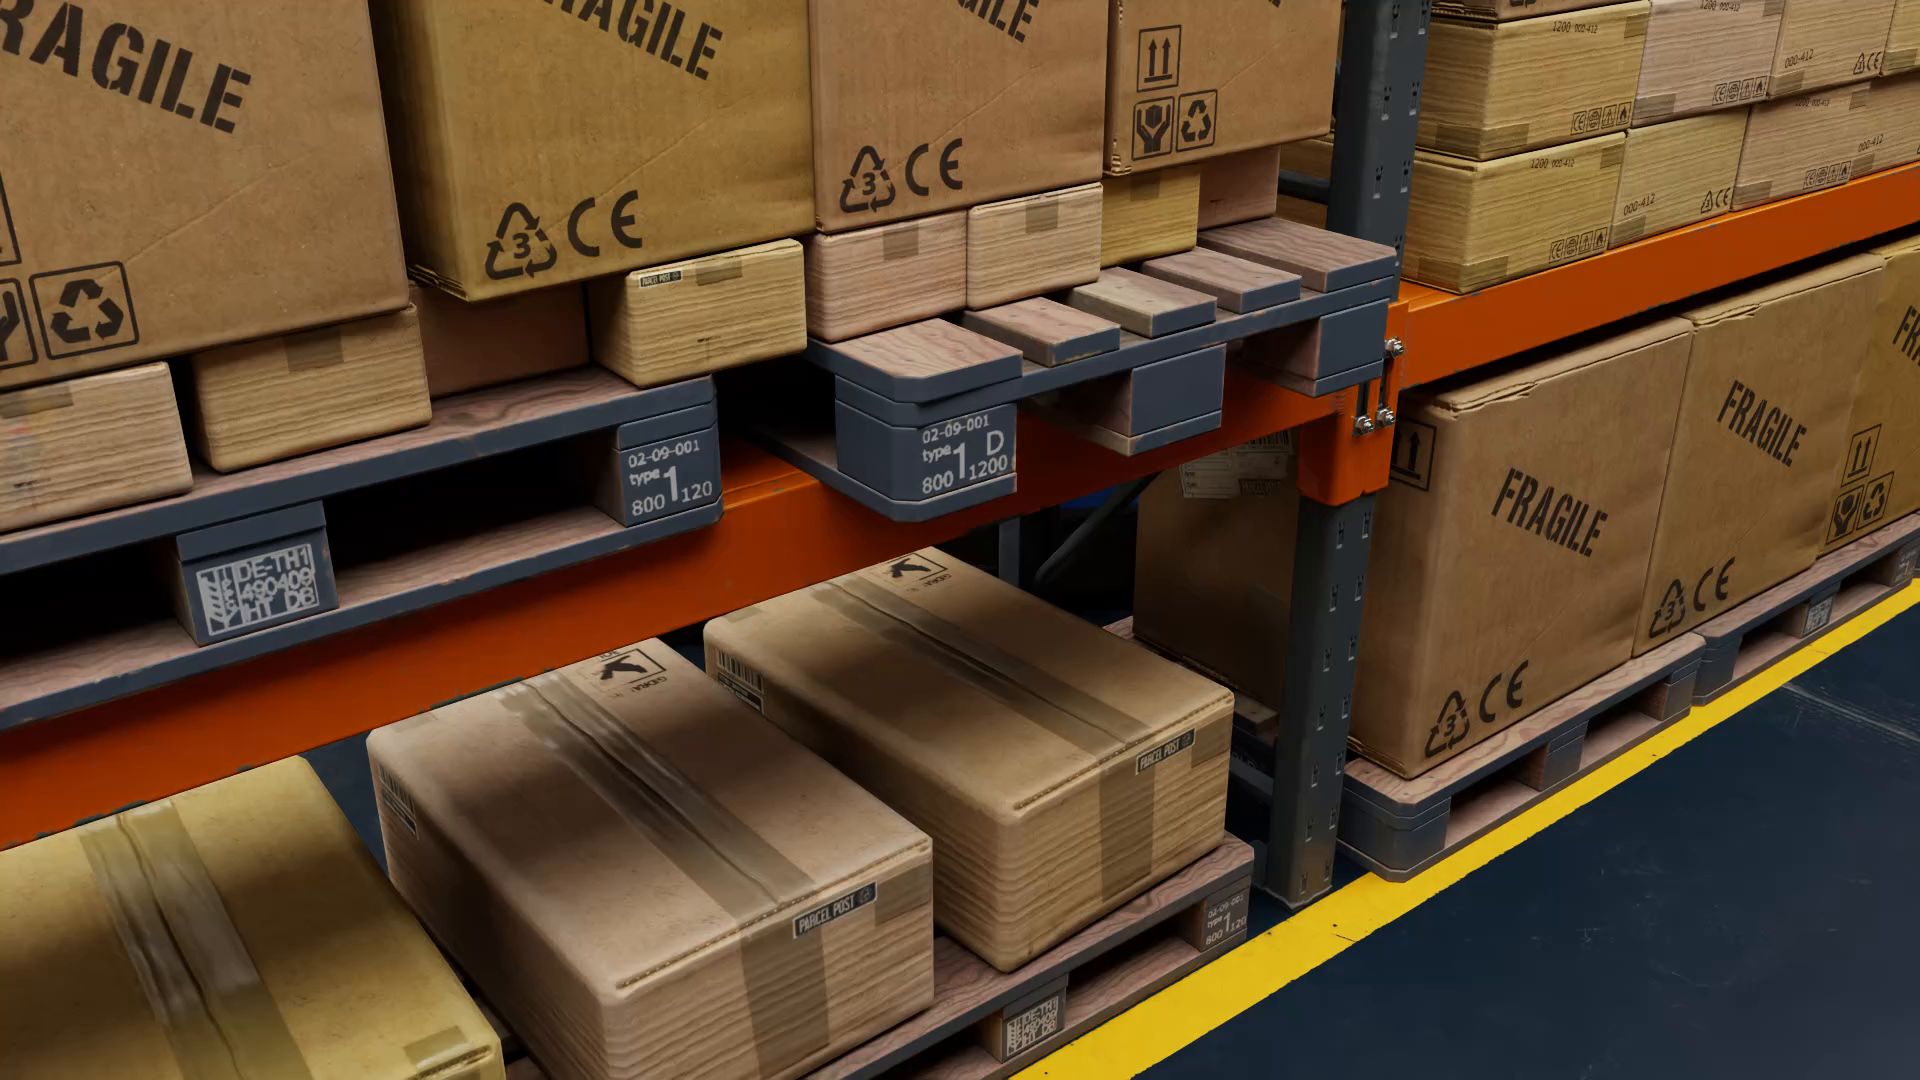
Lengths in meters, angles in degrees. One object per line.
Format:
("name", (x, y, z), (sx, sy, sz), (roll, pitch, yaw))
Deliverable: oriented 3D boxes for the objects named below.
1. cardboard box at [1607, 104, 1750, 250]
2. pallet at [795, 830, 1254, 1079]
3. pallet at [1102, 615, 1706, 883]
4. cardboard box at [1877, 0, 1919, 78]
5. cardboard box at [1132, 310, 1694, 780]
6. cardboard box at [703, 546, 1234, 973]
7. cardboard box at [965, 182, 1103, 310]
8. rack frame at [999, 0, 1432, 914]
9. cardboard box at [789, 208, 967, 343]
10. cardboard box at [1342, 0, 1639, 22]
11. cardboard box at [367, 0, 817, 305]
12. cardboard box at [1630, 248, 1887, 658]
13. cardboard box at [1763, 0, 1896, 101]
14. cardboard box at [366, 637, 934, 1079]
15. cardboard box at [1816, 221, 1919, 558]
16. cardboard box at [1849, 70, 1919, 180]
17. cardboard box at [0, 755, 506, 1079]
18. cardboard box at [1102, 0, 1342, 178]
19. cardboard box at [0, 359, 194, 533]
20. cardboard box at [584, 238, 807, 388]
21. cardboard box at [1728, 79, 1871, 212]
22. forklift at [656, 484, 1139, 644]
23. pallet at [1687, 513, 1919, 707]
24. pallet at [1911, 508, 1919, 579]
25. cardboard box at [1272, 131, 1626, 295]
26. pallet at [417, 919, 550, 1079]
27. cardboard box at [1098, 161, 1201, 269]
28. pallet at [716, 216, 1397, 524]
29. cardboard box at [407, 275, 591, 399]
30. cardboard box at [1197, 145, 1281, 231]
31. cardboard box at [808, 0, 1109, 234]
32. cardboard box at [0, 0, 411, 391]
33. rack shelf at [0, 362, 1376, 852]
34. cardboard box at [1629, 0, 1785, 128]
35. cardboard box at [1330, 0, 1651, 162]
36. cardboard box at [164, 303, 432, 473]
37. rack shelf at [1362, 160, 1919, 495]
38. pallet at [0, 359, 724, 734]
("cardboard box", (1.382, -0.862, 3.722), (0.500, 0.250, 0.500), (-19, 31, -35))
("pallet", (-0.167, 0.721, 3.446), (1.213, 0.211, 1.003), (-18, 31, -34))
("pallet", (1.115, 0.338, 4.270), (1.213, 0.211, 1.003), (-18, 31, -34))
("cardboard box", (2.214, -1.342, 4.162), (0.500, 0.250, 0.500), (-18, 30, -33))
("cardboard box", (1.043, -0.125, 3.982), (0.875, 0.875, 0.875), (-19, 31, -34))
("cardboard box", (-0.002, 0.398, 3.451), (0.625, 0.372, 0.950), (-21, 32, -37))
("cardboard box", (-0.001, -0.486, 2.534), (0.250, 0.149, 0.380), (-19, 31, -34))
("rack frame", (0.448, -0.747, 3.296), (0.127, 3.000, 1.000), (-18, 31, -34))
("cardboard box", (-0.204, -0.423, 2.399), (0.250, 0.149, 0.380), (-20, 32, -36))
("cardboard box", (0.987, -1.293, 3.166), (0.500, 0.500, 0.500), (-19, 31, -36))
("cardboard box", (-0.534, -0.638, 2.090), (0.500, 0.500, 0.500), (-21, 32, -37))
("cardboard box", (1.748, -0.356, 4.478), (0.875, 0.875, 0.875), (-18, 30, -33))
("cardboard box", (1.807, -1.214, 3.888), (0.500, 0.250, 0.500), (-18, 31, -34))
("cardboard box", (-0.578, 0.593, 3.033), (0.625, 0.372, 0.950), (-19, 31, -35))
("cardboard box", (2.452, -0.588, 4.978), (0.875, 0.875, 0.875), (-17, 30, -33))
("cardboard box", (2.185, -1.125, 4.290), (0.500, 0.250, 0.500), (-18, 31, -34))
("cardboard box", (-1.178, 0.788, 2.612), (0.625, 0.372, 0.950), (-17, 30, -32))
("cardboard box", (0.262, -0.907, 2.671), (0.500, 0.500, 0.500), (-19, 31, -35))
("cardboard box", (-1.027, -0.152, 1.815), (0.250, 0.149, 0.380), (-17, 30, -32))
("cardboard box", (-0.412, -0.347, 2.235), (0.250, 0.149, 0.380), (-18, 30, -33))
("cardboard box", (1.798, -0.996, 4.011), (0.500, 0.250, 0.500), (-17, 30, -32))
("forklift", (-0.615, -1.282, 4.530), (3.031, 2.935, 1.130), (-4, 25, -10))
("pallet", (2.075, 0.023, 4.949), (1.213, 0.211, 1.003), (-18, 31, -34))
("pallet", (3.035, -0.295, 5.636), (1.213, 0.211, 1.003), (-18, 31, -34))
("cardboard box", (0.989, -0.722, 3.422), (0.500, 0.250, 0.500), (-19, 31, -35))
("pallet", (-1.127, 1.036, 2.767), (1.213, 0.211, 1.003), (-18, 31, -34))
("cardboard box", (0.169, -0.566, 2.707), (0.250, 0.149, 0.380), (-18, 30, -33))
("pallet", (-0.047, -0.439, 2.861), (1.003, 0.211, 1.213), (-18, 31, -34))
("cardboard box", (-0.688, -0.324, 2.184), (0.250, 0.149, 0.380), (-18, 30, -34))
("cardboard box", (0.336, -0.660, 2.909), (0.250, 0.149, 0.380), (-17, 30, -32))
("cardboard box", (-0.138, -0.769, 2.374), (0.500, 0.500, 0.500), (-19, 31, -35))
("cardboard box", (-0.964, -0.496, 1.785), (0.500, 0.500, 0.500), (-20, 31, -36))
("rack shelf", (-1.125, 0.099, 2.328), (4.000, 0.370, 1.077), (-18, 31, -34))
("cardboard box", (1.407, -1.089, 3.618), (0.500, 0.250, 0.500), (-17, 30, -33))
("cardboard box", (1.000, -0.955, 3.329), (0.500, 0.250, 0.500), (-19, 31, -34))
("cardboard box", (-0.835, -0.231, 1.985), (0.250, 0.149, 0.380), (-19, 31, -36))
("rack shelf", (2.022, -0.940, 4.567), (4.000, 0.370, 1.077), (-18, 31, -34))
("pallet", (-1.084, -0.132, 2.199), (1.213, 0.211, 1.003), (-18, 31, -34))
